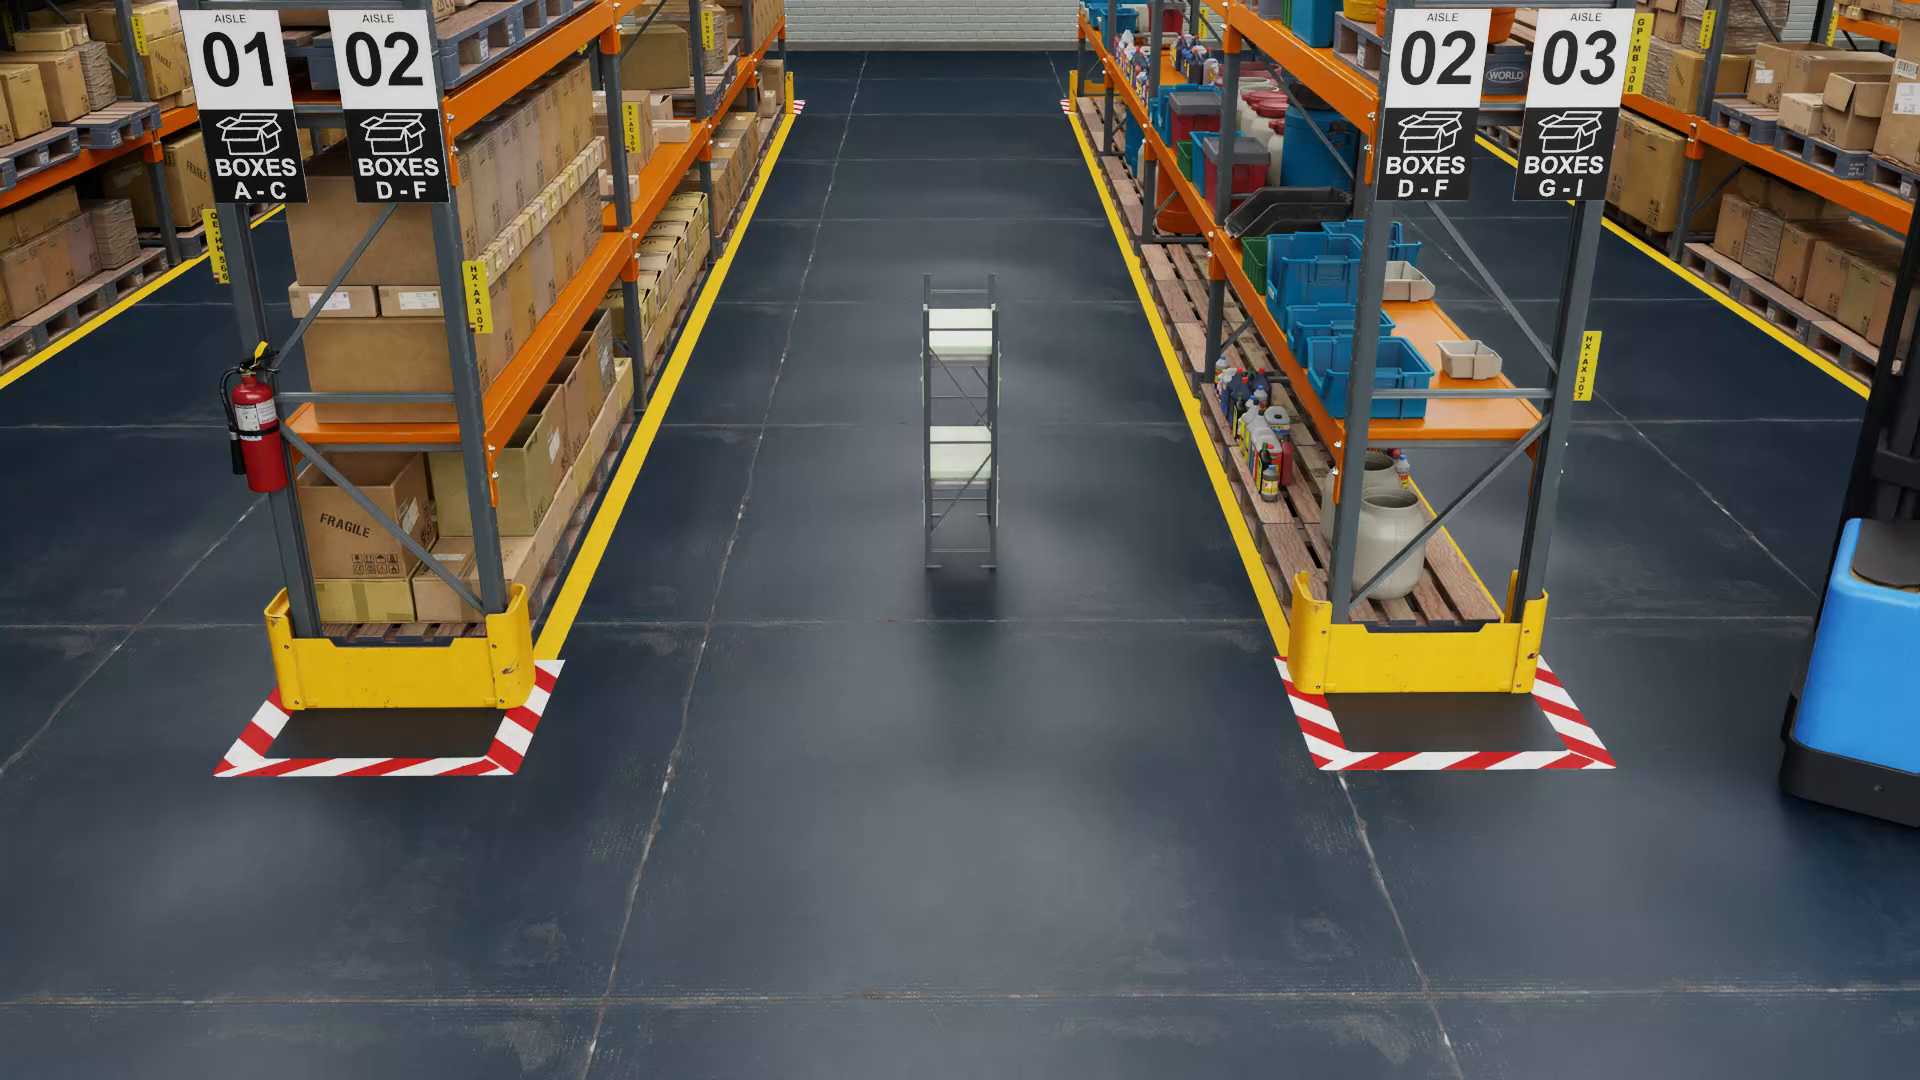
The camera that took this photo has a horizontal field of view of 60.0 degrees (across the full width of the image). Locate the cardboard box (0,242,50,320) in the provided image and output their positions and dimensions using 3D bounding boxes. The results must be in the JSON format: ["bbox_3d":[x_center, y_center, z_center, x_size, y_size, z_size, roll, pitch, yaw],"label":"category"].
[{"bbox_3d":[-7.723,-2.051,13.144,0.700,0.500,0.500,0,24,0],"label":"cardboard box"}]

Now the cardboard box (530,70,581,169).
[{"bbox_3d":[-2.706,-2.532,10.013,0.700,0.500,0.500,0,24,-1],"label":"cardboard box"}]

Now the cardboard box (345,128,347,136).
[{"bbox_3d":[-7.672,-5.127,19.971,0.700,0.500,0.500,0,24,-1],"label":"cardboard box"}]

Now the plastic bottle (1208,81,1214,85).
[{"bbox_3d":[2.375,-4.227,15.698,0.097,0.201,0.097,0,24,0],"label":"plastic bottle"}]

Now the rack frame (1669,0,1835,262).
[{"bbox_3d":[7.139,-3.978,14.905,1.000,3.000,0.127,0,24,-1],"label":"rack frame"}]

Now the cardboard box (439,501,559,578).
[{"bbox_3d":[-2.472,-0.005,8.948,0.500,0.250,0.500,0,24,-1],"label":"cardboard box"}]

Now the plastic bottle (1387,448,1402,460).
[{"bbox_3d":[2.581,-0.464,9.898,0.061,0.283,0.133,0,24,0],"label":"plastic bottle"}]

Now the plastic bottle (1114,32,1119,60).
[{"bbox_3d":[1.720,-5.398,18.186,0.061,0.283,0.133,0,24,-1],"label":"plastic bottle"}]

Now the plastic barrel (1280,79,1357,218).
[{"bbox_3d":[2.528,-2.696,11.463,0.600,0.901,0.708,0,24,-1],"label":"plastic barrel"}]

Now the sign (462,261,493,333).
[{"bbox_3d":[-2.125,-1.069,7.327,0.100,0.325,0.005,0,24,-1],"label":"sign"}]

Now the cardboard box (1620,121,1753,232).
[{"bbox_3d":[7.152,-3.486,15.885,1.225,0.875,0.875,-1,24,-3],"label":"cardboard box"}]

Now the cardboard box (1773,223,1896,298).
[{"bbox_3d":[7.198,-2.301,13.698,0.700,0.500,0.500,2,24,4],"label":"cardboard box"}]

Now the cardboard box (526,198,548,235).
[{"bbox_3d":[-2.485,-1.776,9.127,0.380,0.149,0.250,0,24,0],"label":"cardboard box"}]

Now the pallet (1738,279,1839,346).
[{"bbox_3d":[7.156,-1.884,13.659,1.003,0.211,1.213,0,24,-1],"label":"pallet"}]

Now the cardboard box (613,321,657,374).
[{"bbox_3d":[-2.480,-1.392,12.016,0.500,0.250,0.500,-1,24,-2],"label":"cardboard box"}]

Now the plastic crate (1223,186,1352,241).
[{"bbox_3d":[2.108,-2.063,10.746,0.767,0.338,0.504,0,24,-1],"label":"plastic crate"}]

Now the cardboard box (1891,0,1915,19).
[{"bbox_3d":[11.776,-6.618,20.259,0.500,0.500,0.500,-1,24,-2],"label":"cardboard box"}]

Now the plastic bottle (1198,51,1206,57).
[{"bbox_3d":[2.483,-4.877,17.044,0.152,0.276,0.135,0,24,-1],"label":"plastic bottle"}]

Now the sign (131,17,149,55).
[{"bbox_3d":[-7.178,-4.409,14.549,0.100,0.325,0.005,0,24,-1],"label":"sign"}]

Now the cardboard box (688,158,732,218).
[{"bbox_3d":[-2.498,-3.401,16.129,0.500,0.500,0.500,-1,24,-2],"label":"cardboard box"}]

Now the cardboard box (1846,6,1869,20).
[{"bbox_3d":[11.681,-6.790,21.427,0.380,0.149,0.250,-1,24,-2],"label":"cardboard box"}]

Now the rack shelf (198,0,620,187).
[{"bbox_3d":[-2.702,-2.501,8.874,1.077,0.370,4.000,0,24,-1],"label":"rack shelf"}]

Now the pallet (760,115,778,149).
[{"bbox_3d":[-2.834,-5.099,20.769,1.003,0.211,1.213,0,24,-1],"label":"pallet"}]

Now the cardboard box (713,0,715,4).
[{"bbox_3d":[-3.029,-5.624,17.914,0.700,0.500,0.500,-9,26,-18],"label":"cardboard box"}]

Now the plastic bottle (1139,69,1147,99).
[{"bbox_3d":[1.765,-4.365,15.917,0.097,0.271,0.097,0,24,0],"label":"plastic bottle"}]

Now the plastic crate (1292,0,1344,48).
[{"bbox_3d":[1.951,-2.803,8.687,0.392,0.384,0.575,0,24,-1],"label":"plastic crate"}]

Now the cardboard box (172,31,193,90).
[{"bbox_3d":[-7.466,-4.518,15.594,0.500,0.500,0.500,1,24,1],"label":"cardboard box"}]

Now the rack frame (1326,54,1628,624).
[{"bbox_3d":[2.273,-0.659,7.567,1.000,3.000,0.127,0,24,-1],"label":"rack frame"}]

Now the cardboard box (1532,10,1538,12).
[{"bbox_3d":[6.828,-5.874,18.919,0.500,0.250,0.500,-1,24,-2],"label":"cardboard box"}]

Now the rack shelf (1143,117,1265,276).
[{"bbox_3d":[2.208,-2.804,13.182,1.077,0.370,4.000,0,24,-1],"label":"rack shelf"}]

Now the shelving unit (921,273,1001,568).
[{"bbox_3d":[0.000,-0.681,9.435,0.431,1.500,0.755,0,24,-1],"label":"shelving unit"}]

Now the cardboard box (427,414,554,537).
[{"bbox_3d":[-2.471,-0.347,8.793,0.500,0.500,0.500,0,24,-1],"label":"cardboard box"}]

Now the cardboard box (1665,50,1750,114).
[{"bbox_3d":[6.885,-4.226,15.332,0.500,0.500,0.500,0,24,1],"label":"cardboard box"}]

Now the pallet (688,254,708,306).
[{"bbox_3d":[-2.797,-2.325,14.634,1.003,0.211,1.213,0,24,-1],"label":"pallet"}]

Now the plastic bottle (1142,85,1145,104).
[{"bbox_3d":[1.768,-4.213,15.665,0.097,0.201,0.097,0,24,0],"label":"plastic bottle"}]

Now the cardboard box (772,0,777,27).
[{"bbox_3d":[-2.568,-6.674,20.746,0.500,0.500,0.500,0,24,0],"label":"cardboard box"}]

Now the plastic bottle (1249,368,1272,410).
[{"bbox_3d":[1.968,-0.967,10.929,0.144,0.351,0.185,0,24,-1],"label":"plastic bottle"}]

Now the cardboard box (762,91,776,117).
[{"bbox_3d":[-2.622,-5.564,21.216,0.500,0.250,0.500,0,24,-1],"label":"cardboard box"}]

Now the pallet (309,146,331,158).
[{"bbox_3d":[-7.694,-4.602,19.670,1.003,0.211,1.213,0,24,-1],"label":"pallet"}]

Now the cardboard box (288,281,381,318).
[{"bbox_3d":[-2.875,-1.136,7.713,0.380,0.149,0.250,-1,24,-1],"label":"cardboard box"}]

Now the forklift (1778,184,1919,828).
[{"bbox_3d":[4.744,-0.611,7.545,1.130,2.935,3.031,14,28,28],"label":"forklift"}]

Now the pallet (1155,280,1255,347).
[{"bbox_3d":[2.166,-1.864,13.616,1.003,0.211,1.213,0,24,-1],"label":"pallet"}]

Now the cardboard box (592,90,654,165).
[{"bbox_3d":[-2.733,-3.289,13.261,0.500,0.500,0.500,-2,24,-3],"label":"cardboard box"}]

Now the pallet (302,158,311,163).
[{"bbox_3d":[-7.680,-3.971,18.274,1.003,0.211,1.213,0,24,-1],"label":"pallet"}]

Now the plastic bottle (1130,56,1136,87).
[{"bbox_3d":[1.739,-4.669,16.576,0.061,0.283,0.133,0,24,-1],"label":"plastic bottle"}]

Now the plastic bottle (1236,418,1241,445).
[{"bbox_3d":[1.805,-0.704,10.528,0.097,0.201,0.097,0,24,0],"label":"plastic bottle"}]

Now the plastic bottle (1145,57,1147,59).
[{"bbox_3d":[1.903,-4.852,17.079,0.097,0.201,0.097,0,24,0],"label":"plastic bottle"}]

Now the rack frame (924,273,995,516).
[{"bbox_3d":[-0.004,-0.831,9.768,0.400,1.500,0.023,0,24,-1],"label":"rack frame"}]

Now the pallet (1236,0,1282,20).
[{"bbox_3d":[2.335,-3.291,9.976,1.213,0.211,1.003,0,24,-1],"label":"pallet"}]

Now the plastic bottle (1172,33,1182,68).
[{"bbox_3d":[2.335,-5.203,17.675,0.144,0.351,0.185,0,24,-1],"label":"plastic bottle"}]

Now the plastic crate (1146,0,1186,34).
[{"bbox_3d":[2.383,-6.029,19.291,0.402,0.464,0.583,0,24,-1],"label":"plastic crate"}]

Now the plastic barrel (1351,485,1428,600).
[{"bbox_3d":[2.190,0.012,8.592,0.421,0.512,0.421,0,24,0],"label":"plastic barrel"}]

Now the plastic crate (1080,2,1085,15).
[{"bbox_3d":[1.693,-6.924,21.665,0.250,0.136,0.298,0,24,-1],"label":"plastic crate"}]
